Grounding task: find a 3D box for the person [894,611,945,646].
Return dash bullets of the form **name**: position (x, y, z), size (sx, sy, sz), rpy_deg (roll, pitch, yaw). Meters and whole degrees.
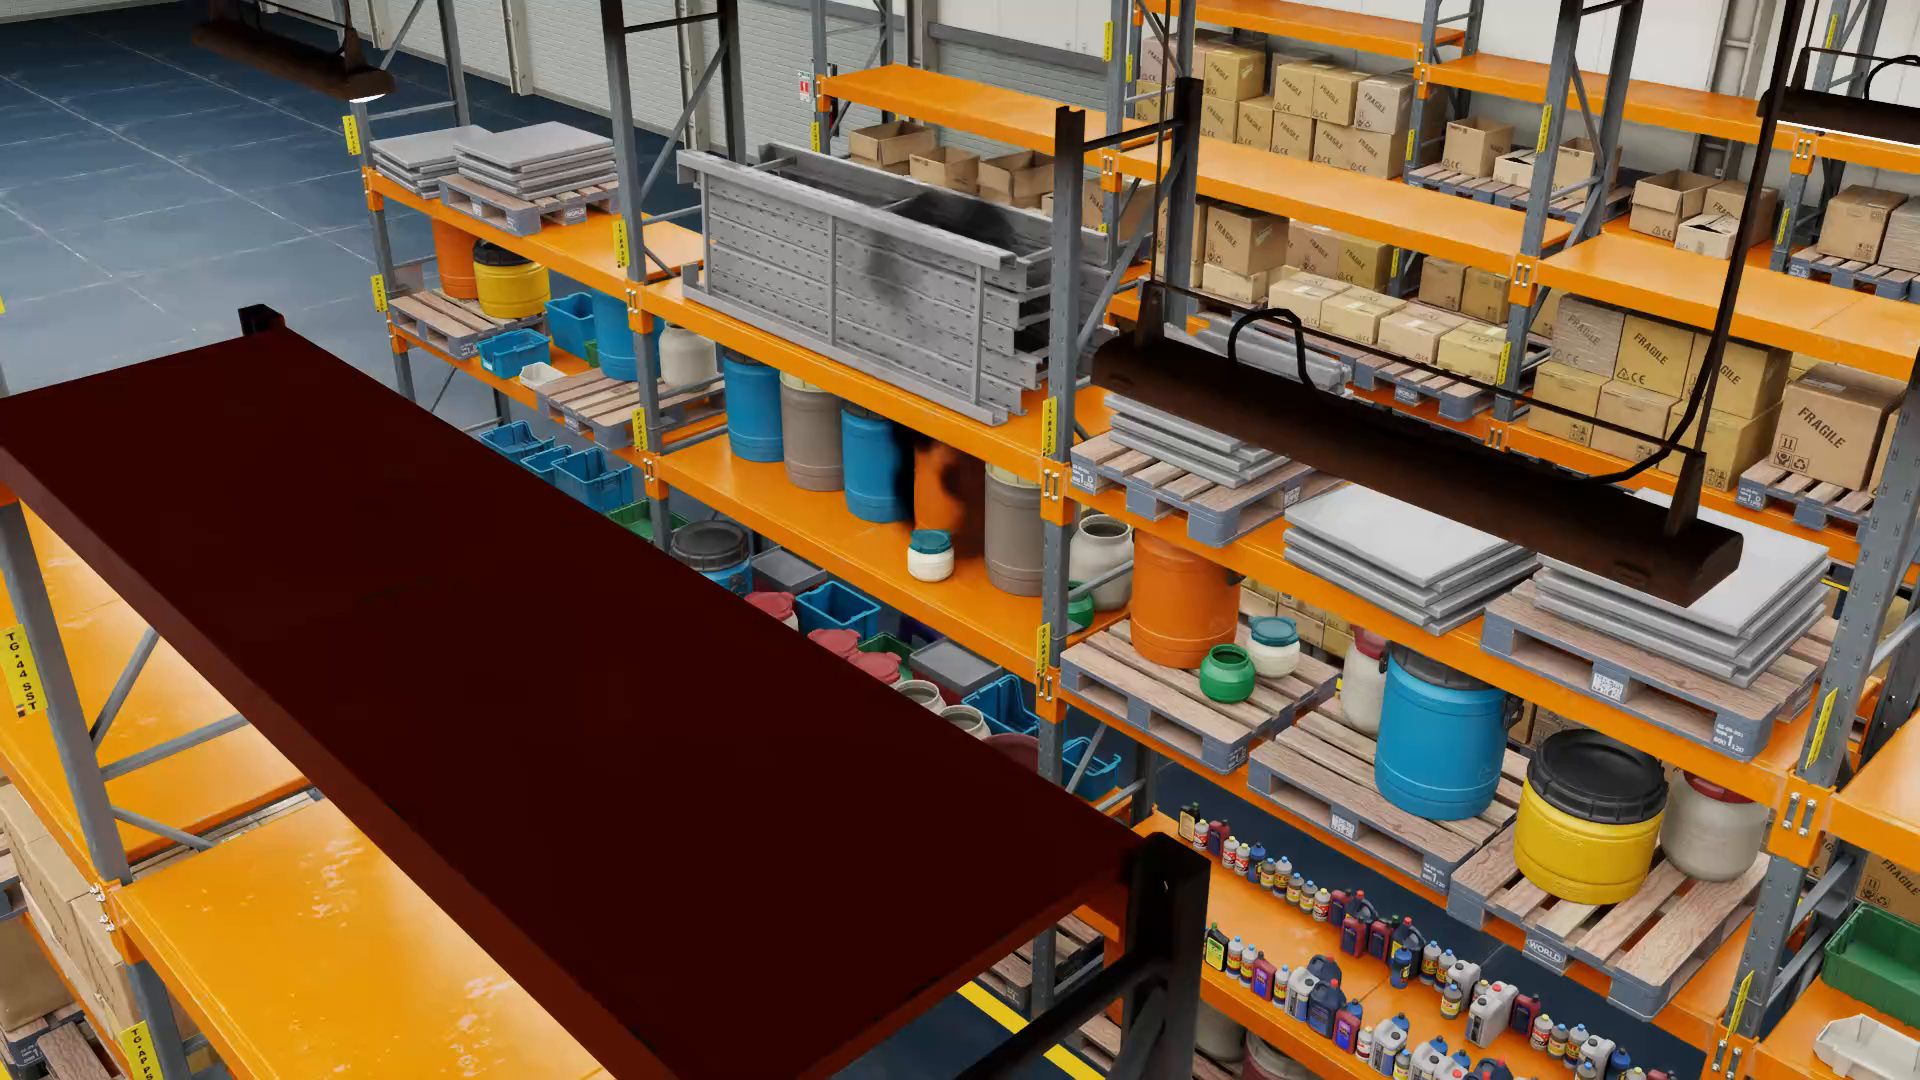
- **person**: position (-0.346, 0.337, 14.479), size (0.923, 1.624, 0.614), rpy_deg (18, 33, 30)
